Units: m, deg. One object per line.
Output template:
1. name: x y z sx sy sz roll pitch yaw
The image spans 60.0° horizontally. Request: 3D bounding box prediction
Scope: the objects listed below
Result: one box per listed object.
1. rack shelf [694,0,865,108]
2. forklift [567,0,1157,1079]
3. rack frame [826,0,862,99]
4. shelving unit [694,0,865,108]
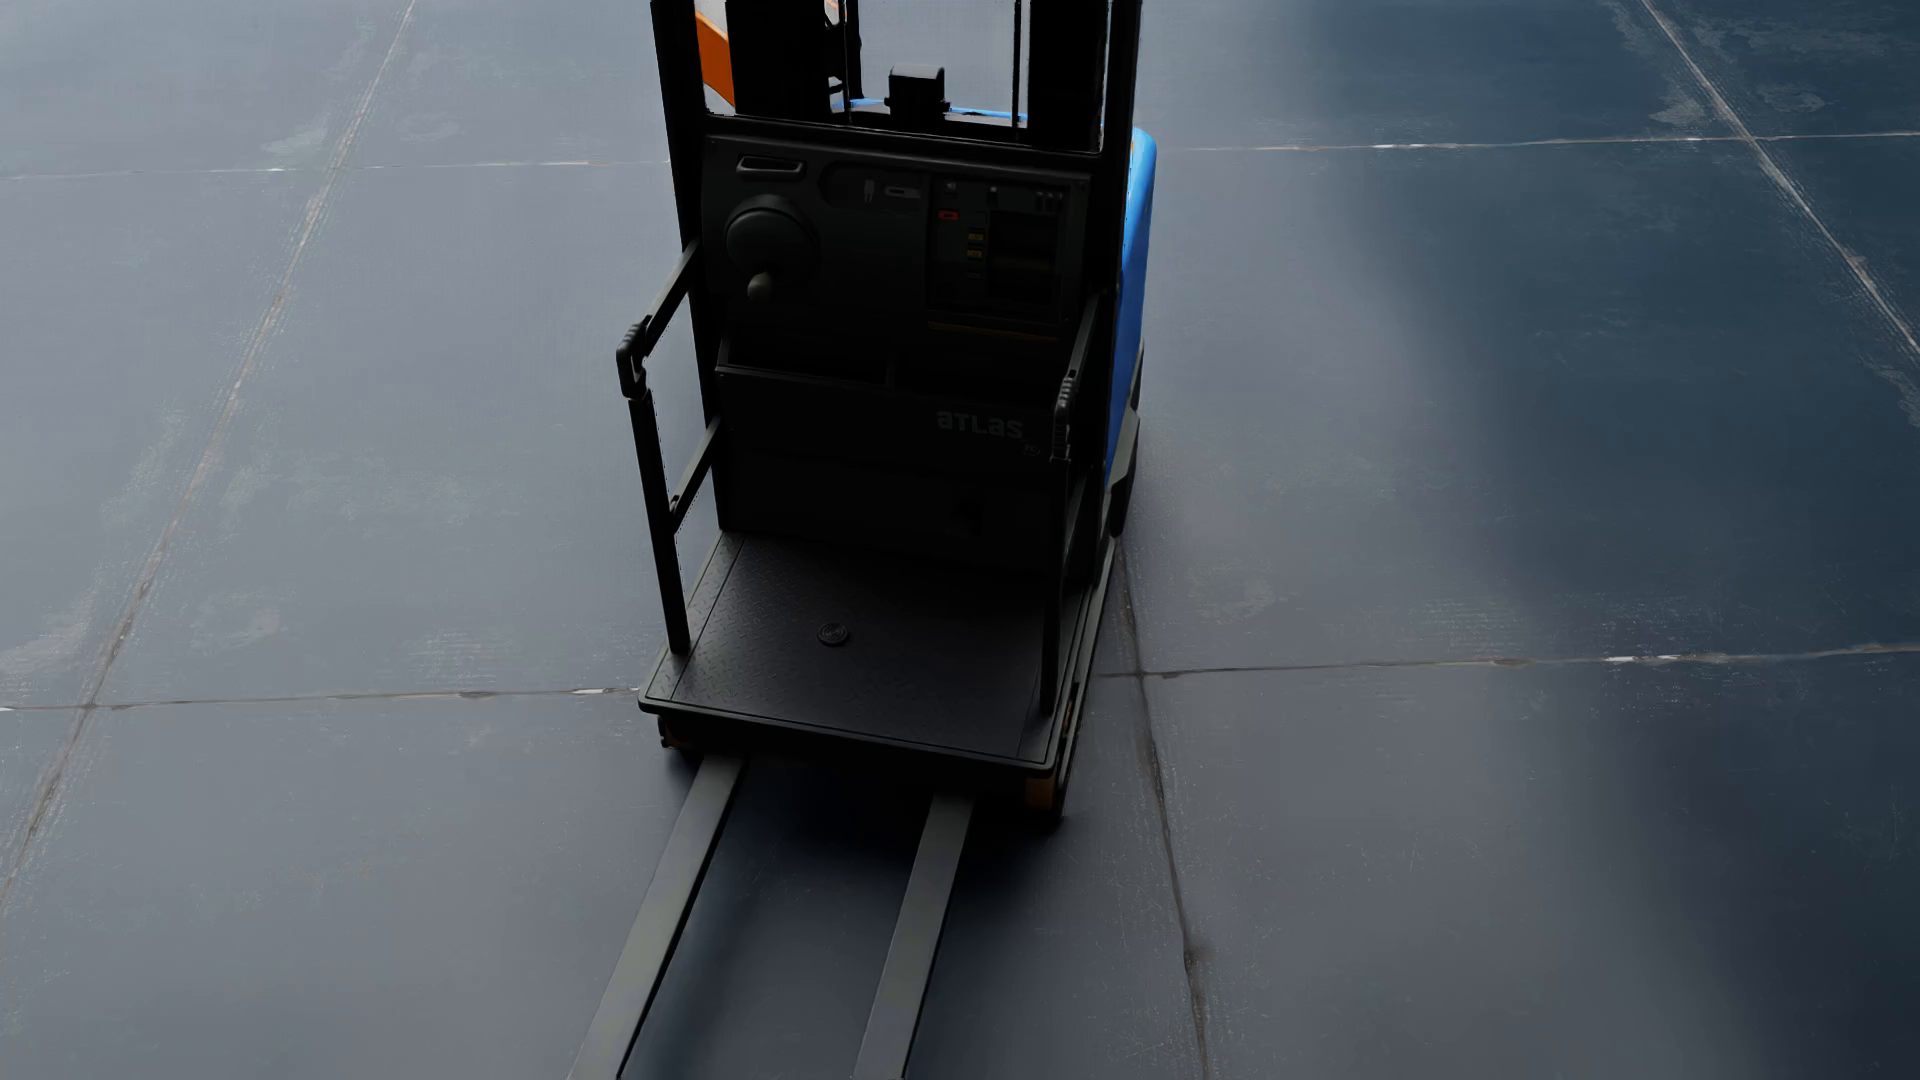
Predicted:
1. rack shelf: -0.615 -1.509 5.362 0.431 0.518 0.480 -23 47 -23
2. forklift: -0.203 -0.638 3.777 1.130 2.935 3.031 8 43 9
3. rack frame: -0.484 -1.380 5.201 0.400 2.100 0.015 -23 47 -23
4. shelving unit: -0.615 -1.519 5.353 0.431 2.100 0.503 -23 47 -23
